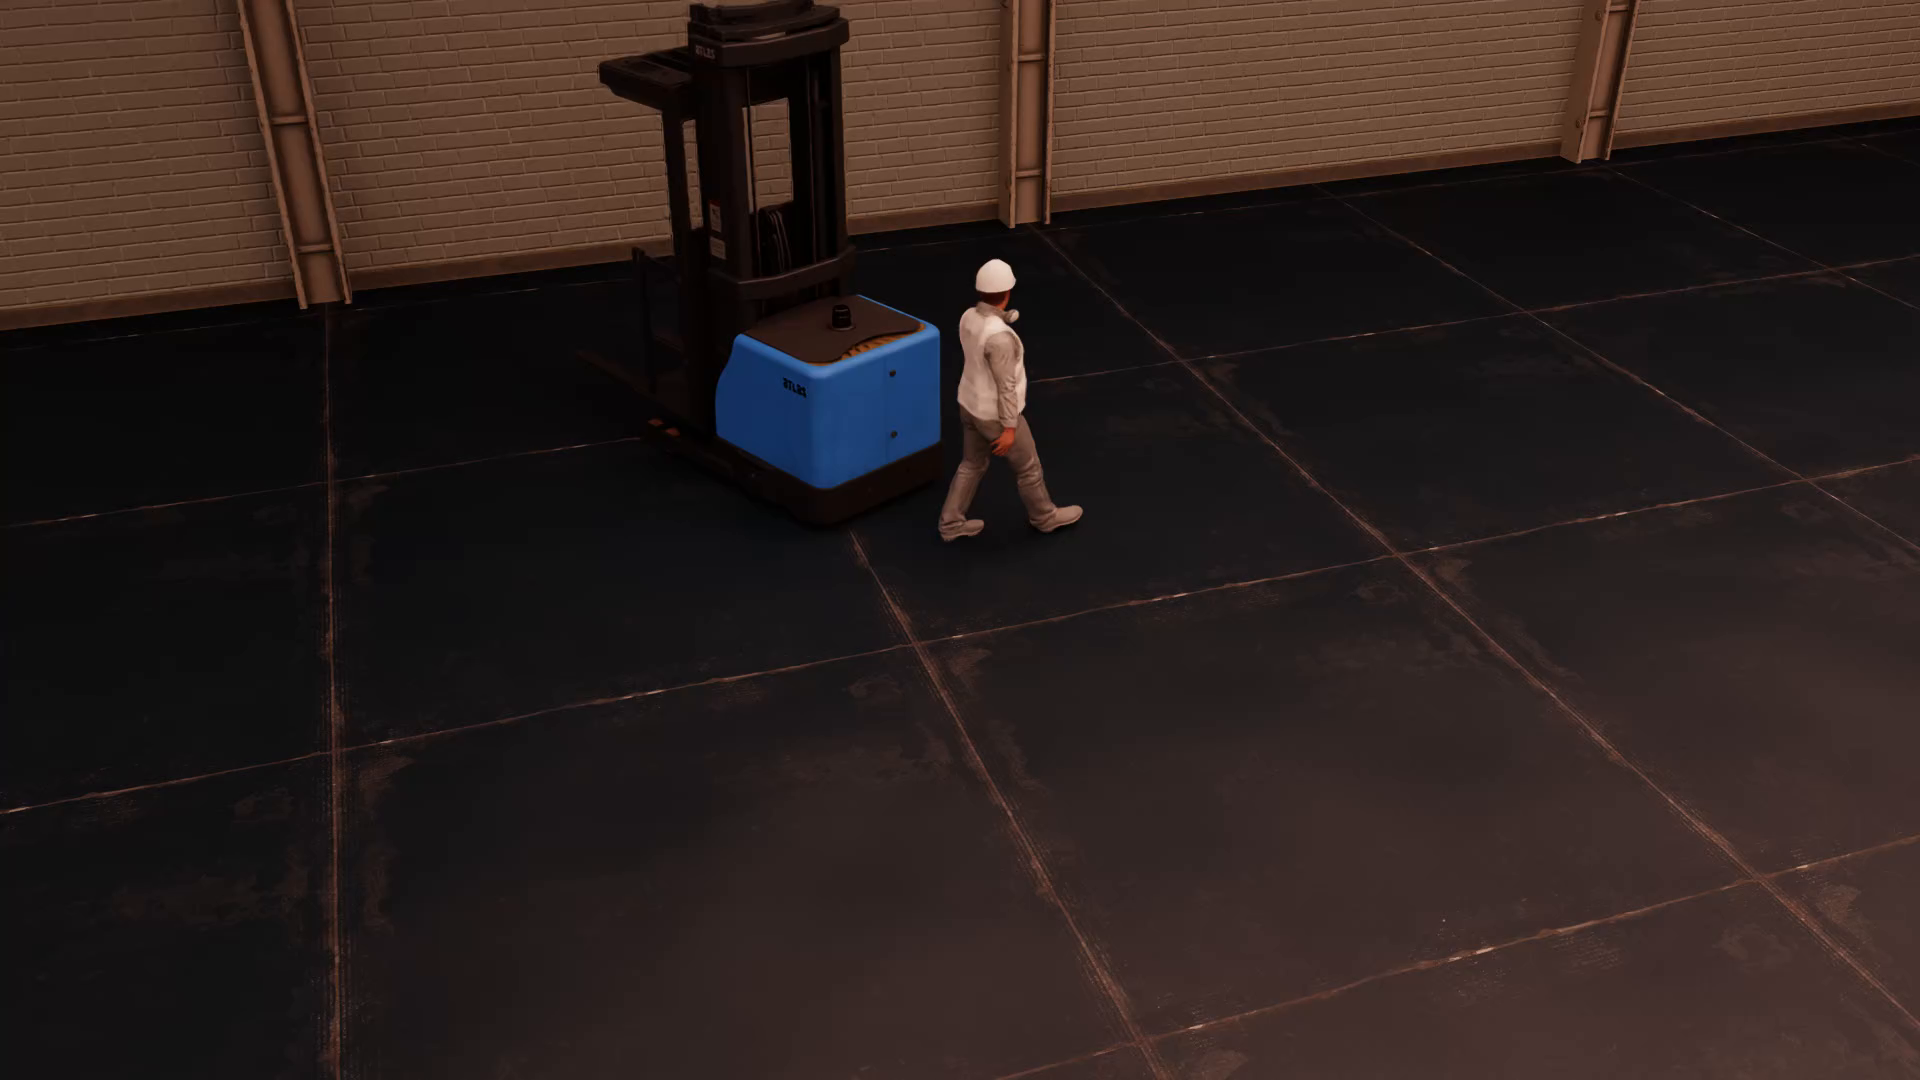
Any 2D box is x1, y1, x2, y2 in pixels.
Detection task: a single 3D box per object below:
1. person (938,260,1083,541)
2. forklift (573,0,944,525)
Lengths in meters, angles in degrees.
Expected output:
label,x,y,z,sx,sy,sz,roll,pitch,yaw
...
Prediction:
label,x,y,z,sx,sy,sz,roll,pitch,yaw
person,0.303,-0.799,9.686,0.867,1.731,0.677,-15,33,-24
forklift,-1.489,-2.003,10.569,1.130,2.935,3.031,-26,39,-37
